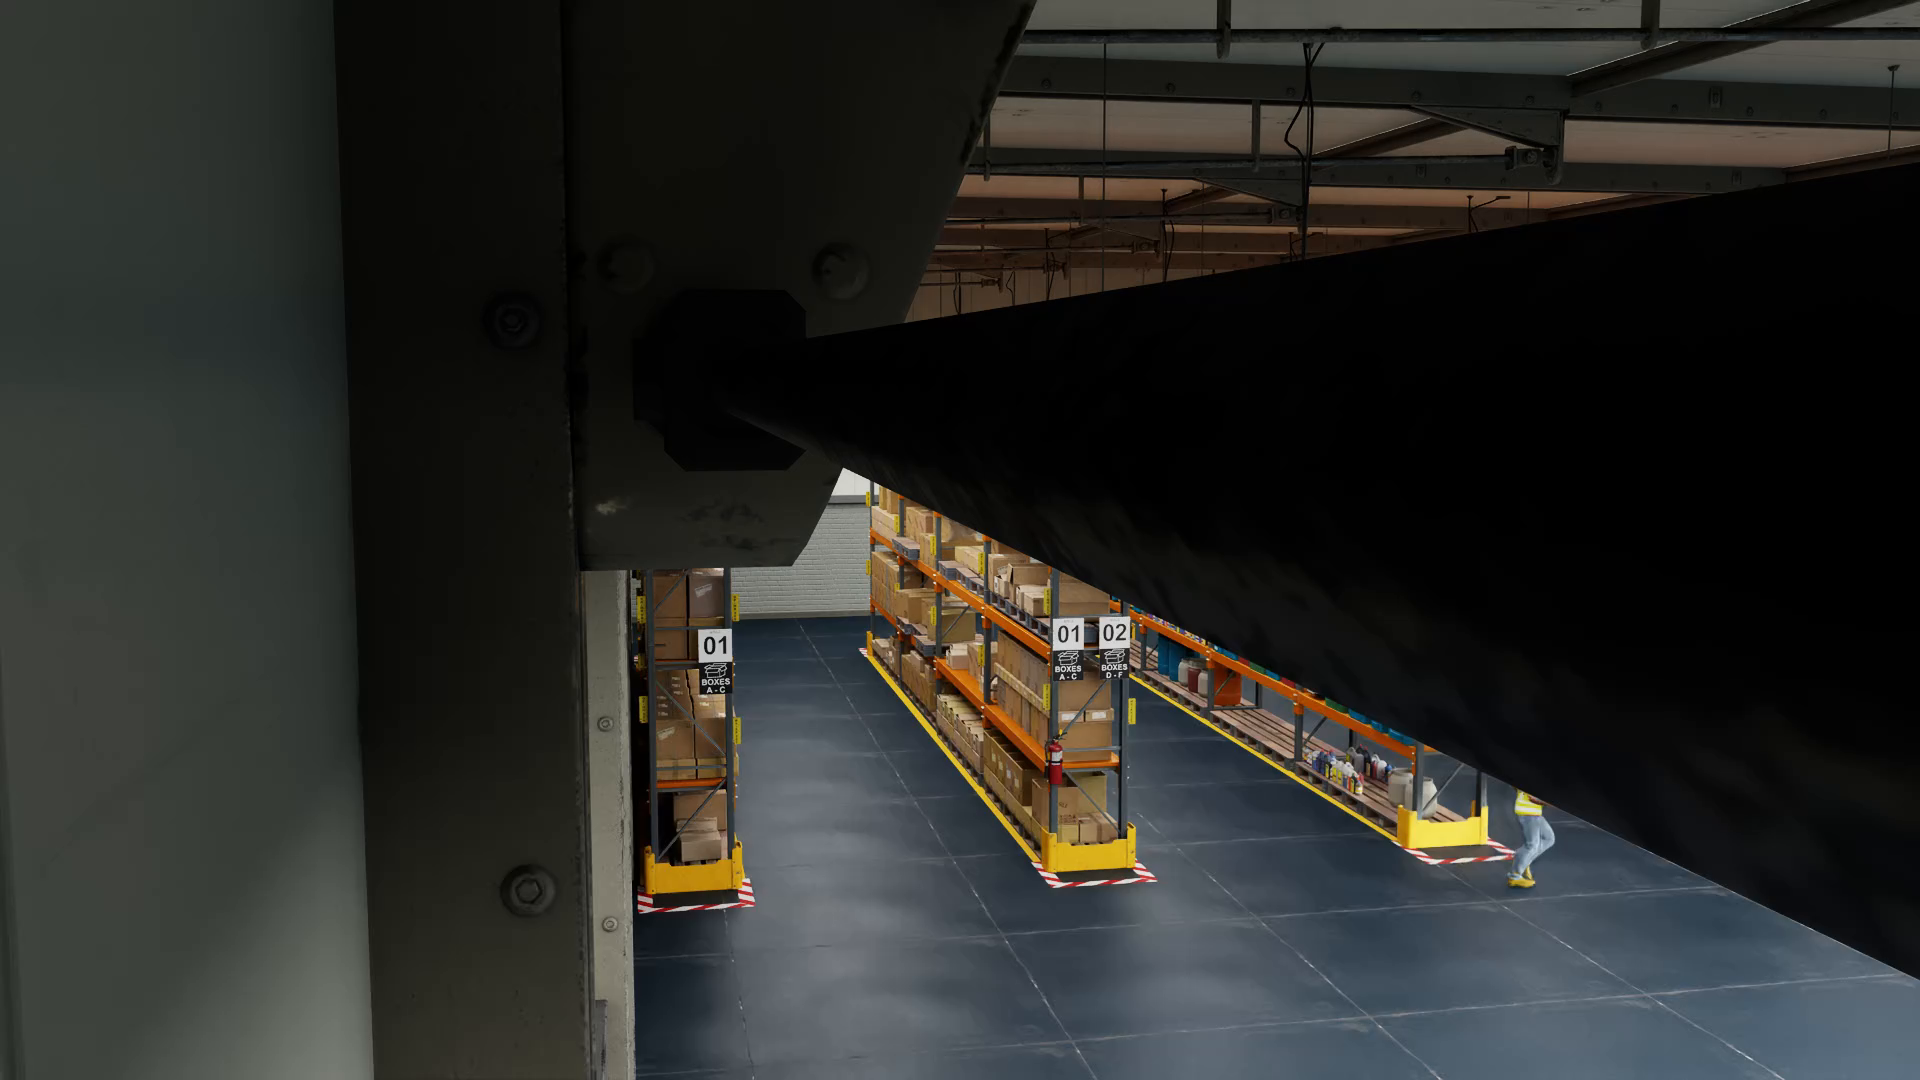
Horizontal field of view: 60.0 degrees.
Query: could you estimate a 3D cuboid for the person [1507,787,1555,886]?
[{"bbox_3d":[7.049,3.344,20.367,0.635,1.713,0.734,2,6,15],"label":"person"}]
